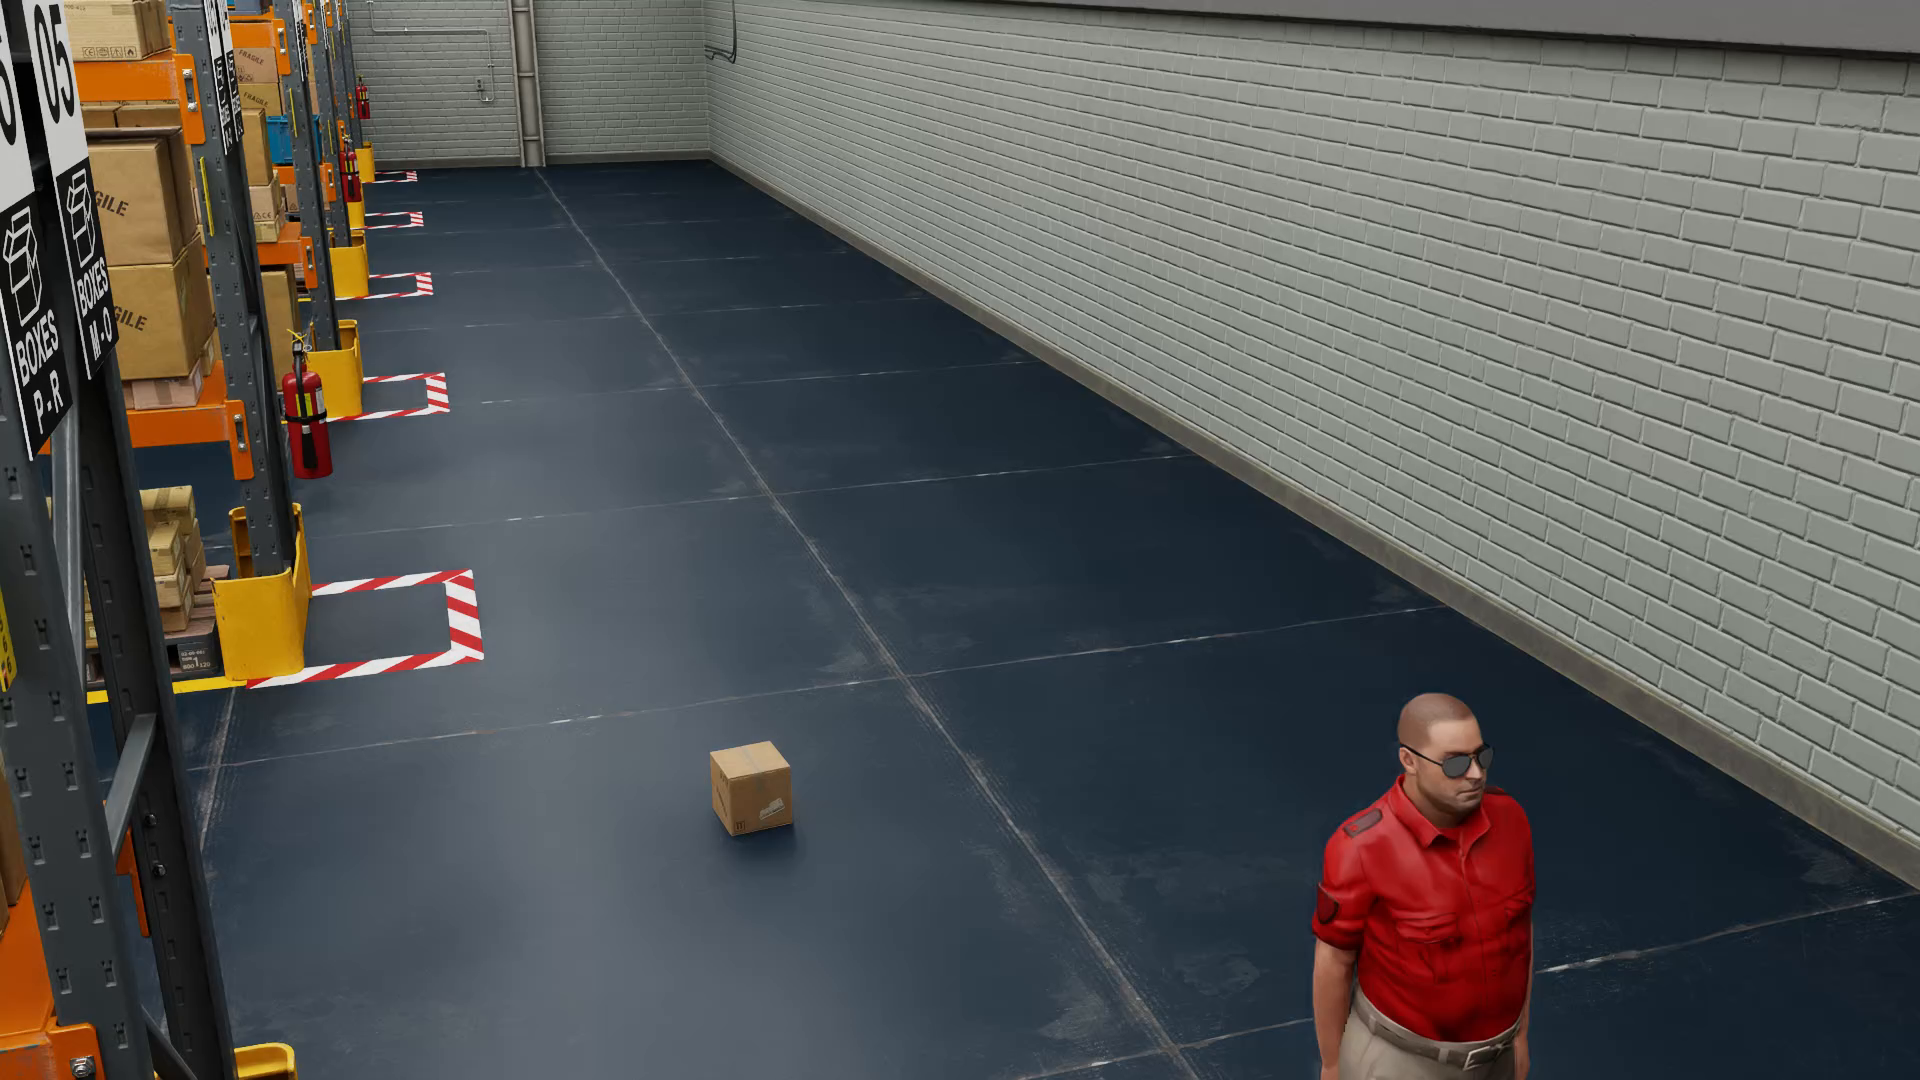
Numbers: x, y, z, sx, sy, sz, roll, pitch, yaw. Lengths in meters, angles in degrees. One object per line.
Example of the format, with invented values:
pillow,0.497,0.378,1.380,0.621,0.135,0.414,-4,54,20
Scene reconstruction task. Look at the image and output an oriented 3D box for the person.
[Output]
person,1.045,1.135,3.783,0.533,1.698,0.800,-9,21,-23
